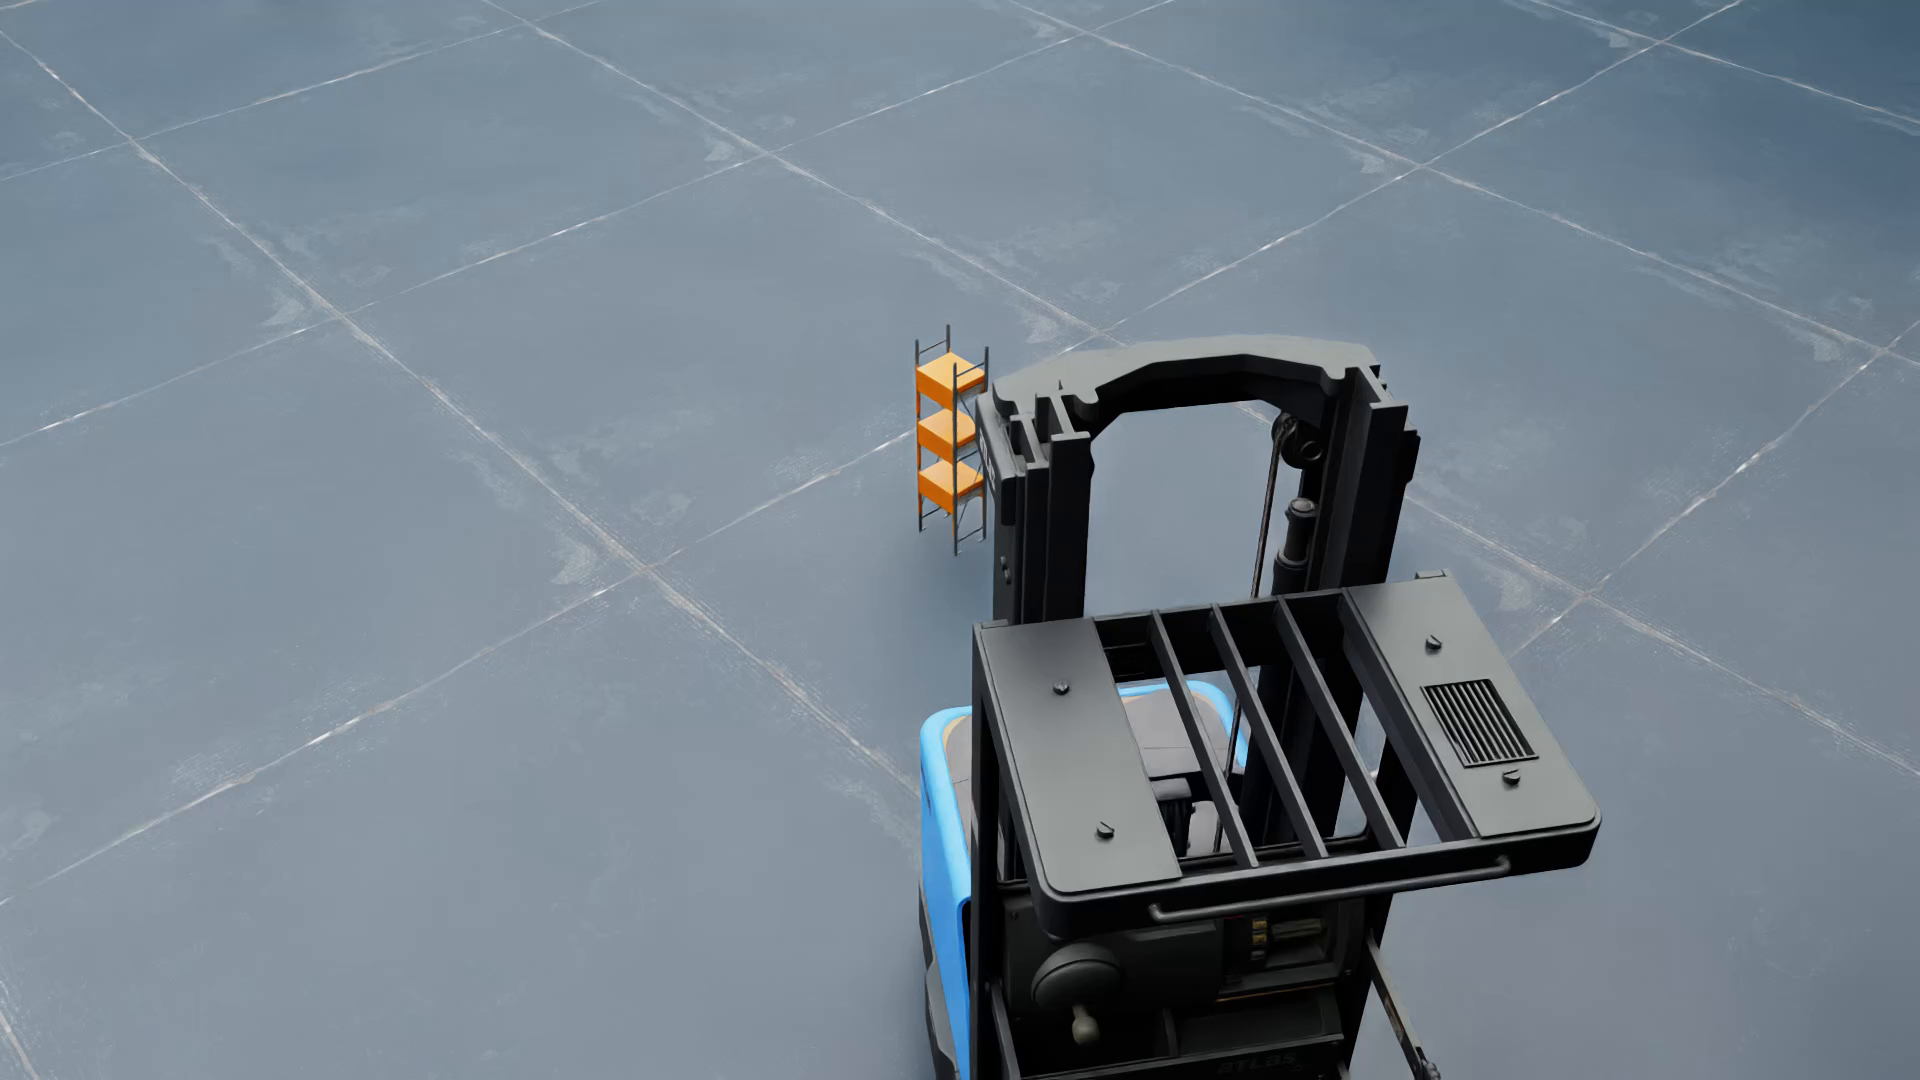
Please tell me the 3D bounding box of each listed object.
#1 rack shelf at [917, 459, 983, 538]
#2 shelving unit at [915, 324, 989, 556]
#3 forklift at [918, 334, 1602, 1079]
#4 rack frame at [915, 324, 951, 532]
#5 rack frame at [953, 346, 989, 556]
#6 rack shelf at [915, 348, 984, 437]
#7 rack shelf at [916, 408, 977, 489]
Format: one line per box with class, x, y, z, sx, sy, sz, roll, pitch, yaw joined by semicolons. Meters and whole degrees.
rack shelf;-0.036;-0.209;7.632;0.215;0.259;0.240;-30;48;-32
shelving unit;-0.036;-0.433;7.451;0.215;1.050;0.252;-30;48;-32
forklift;0.611;1.108;4.045;1.130;2.935;3.031;-6;39;-8
rack frame;-0.119;-0.490;7.521;0.200;1.050;0.008;-30;48;-32
rack frame;0.046;-0.377;7.381;0.200;1.050;0.008;-30;48;-32
rack shelf;-0.036;-0.646;7.279;0.215;0.259;0.240;-30;48;-32
rack shelf;-0.036;-0.425;7.457;0.215;0.259;0.240;-30;48;-32
